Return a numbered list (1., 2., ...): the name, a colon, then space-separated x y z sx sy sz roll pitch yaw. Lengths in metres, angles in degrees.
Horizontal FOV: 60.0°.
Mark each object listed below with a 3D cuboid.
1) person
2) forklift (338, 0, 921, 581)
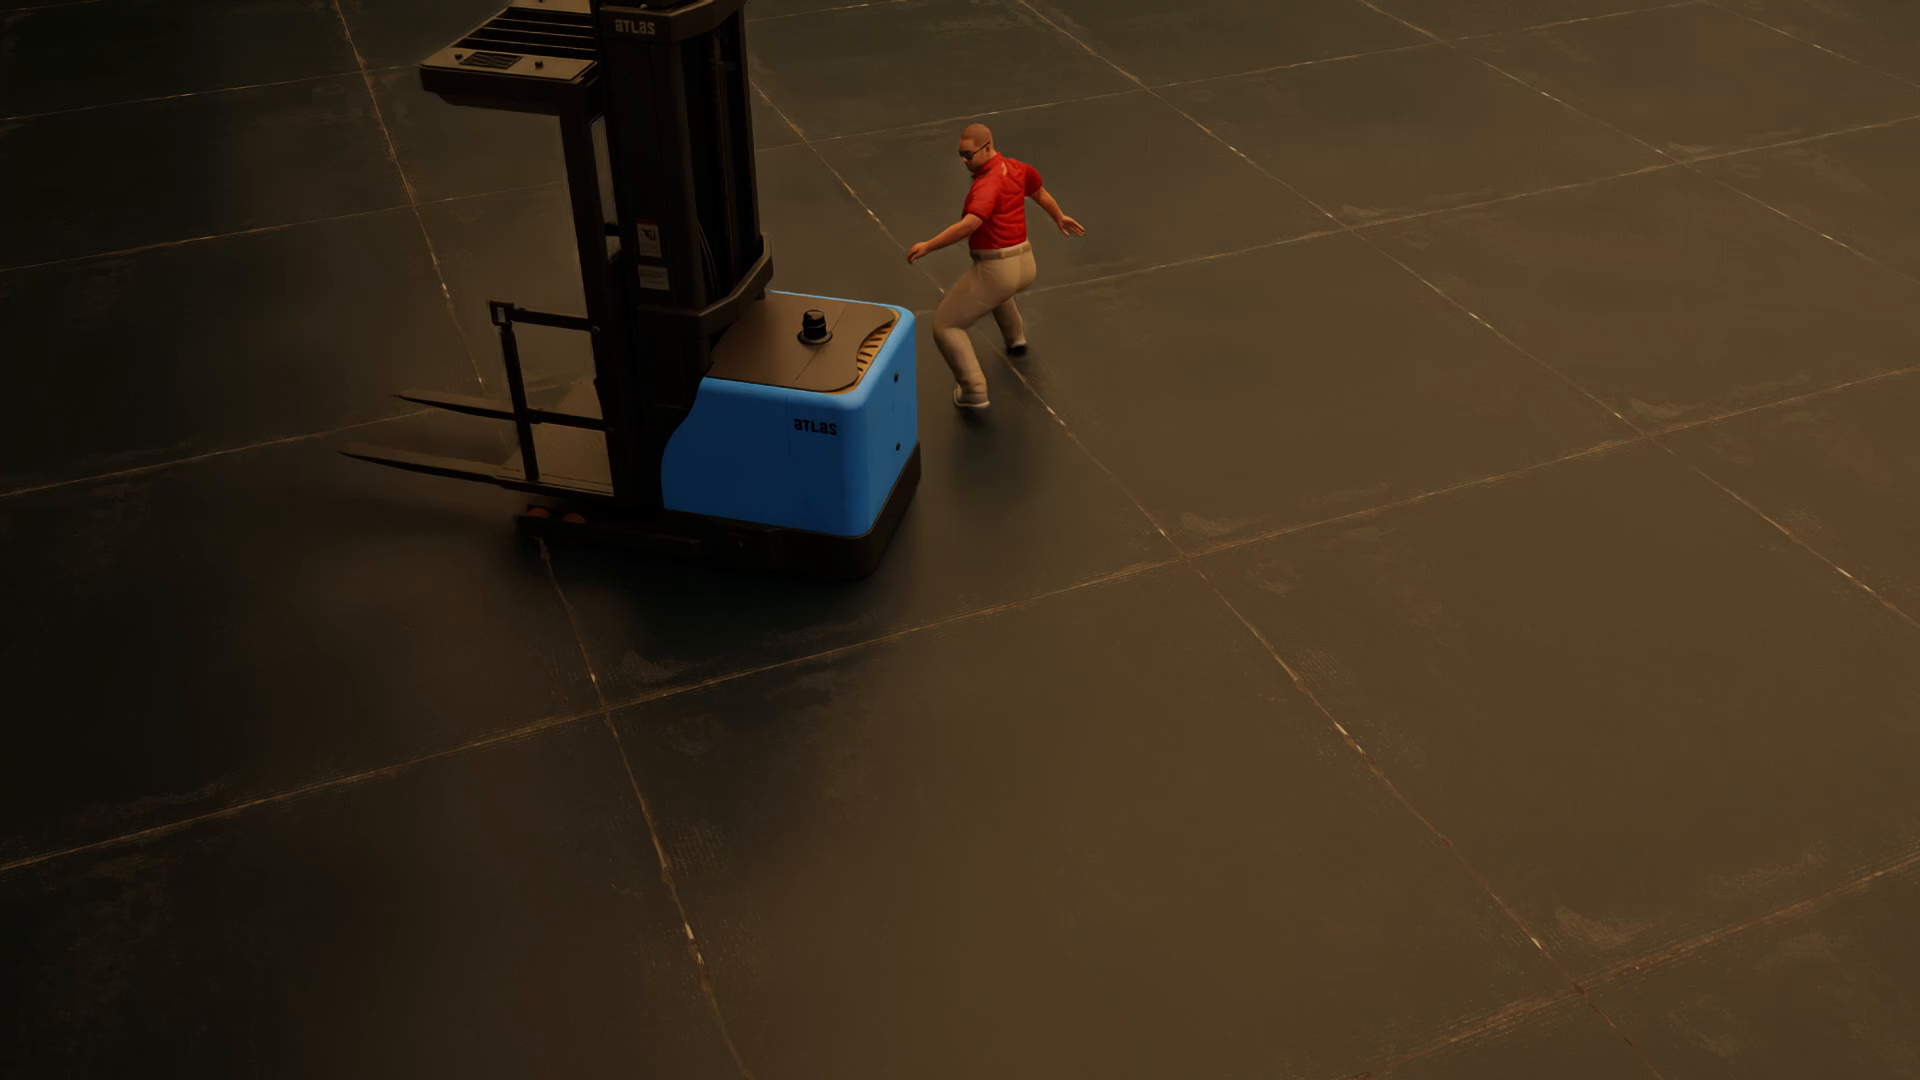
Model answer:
1. person: 0.216 -1.585 9.603 0.536 1.685 1.151 21 41 27
2. forklift: -1.787 -1.452 8.141 3.031 2.935 1.130 9 36 12
